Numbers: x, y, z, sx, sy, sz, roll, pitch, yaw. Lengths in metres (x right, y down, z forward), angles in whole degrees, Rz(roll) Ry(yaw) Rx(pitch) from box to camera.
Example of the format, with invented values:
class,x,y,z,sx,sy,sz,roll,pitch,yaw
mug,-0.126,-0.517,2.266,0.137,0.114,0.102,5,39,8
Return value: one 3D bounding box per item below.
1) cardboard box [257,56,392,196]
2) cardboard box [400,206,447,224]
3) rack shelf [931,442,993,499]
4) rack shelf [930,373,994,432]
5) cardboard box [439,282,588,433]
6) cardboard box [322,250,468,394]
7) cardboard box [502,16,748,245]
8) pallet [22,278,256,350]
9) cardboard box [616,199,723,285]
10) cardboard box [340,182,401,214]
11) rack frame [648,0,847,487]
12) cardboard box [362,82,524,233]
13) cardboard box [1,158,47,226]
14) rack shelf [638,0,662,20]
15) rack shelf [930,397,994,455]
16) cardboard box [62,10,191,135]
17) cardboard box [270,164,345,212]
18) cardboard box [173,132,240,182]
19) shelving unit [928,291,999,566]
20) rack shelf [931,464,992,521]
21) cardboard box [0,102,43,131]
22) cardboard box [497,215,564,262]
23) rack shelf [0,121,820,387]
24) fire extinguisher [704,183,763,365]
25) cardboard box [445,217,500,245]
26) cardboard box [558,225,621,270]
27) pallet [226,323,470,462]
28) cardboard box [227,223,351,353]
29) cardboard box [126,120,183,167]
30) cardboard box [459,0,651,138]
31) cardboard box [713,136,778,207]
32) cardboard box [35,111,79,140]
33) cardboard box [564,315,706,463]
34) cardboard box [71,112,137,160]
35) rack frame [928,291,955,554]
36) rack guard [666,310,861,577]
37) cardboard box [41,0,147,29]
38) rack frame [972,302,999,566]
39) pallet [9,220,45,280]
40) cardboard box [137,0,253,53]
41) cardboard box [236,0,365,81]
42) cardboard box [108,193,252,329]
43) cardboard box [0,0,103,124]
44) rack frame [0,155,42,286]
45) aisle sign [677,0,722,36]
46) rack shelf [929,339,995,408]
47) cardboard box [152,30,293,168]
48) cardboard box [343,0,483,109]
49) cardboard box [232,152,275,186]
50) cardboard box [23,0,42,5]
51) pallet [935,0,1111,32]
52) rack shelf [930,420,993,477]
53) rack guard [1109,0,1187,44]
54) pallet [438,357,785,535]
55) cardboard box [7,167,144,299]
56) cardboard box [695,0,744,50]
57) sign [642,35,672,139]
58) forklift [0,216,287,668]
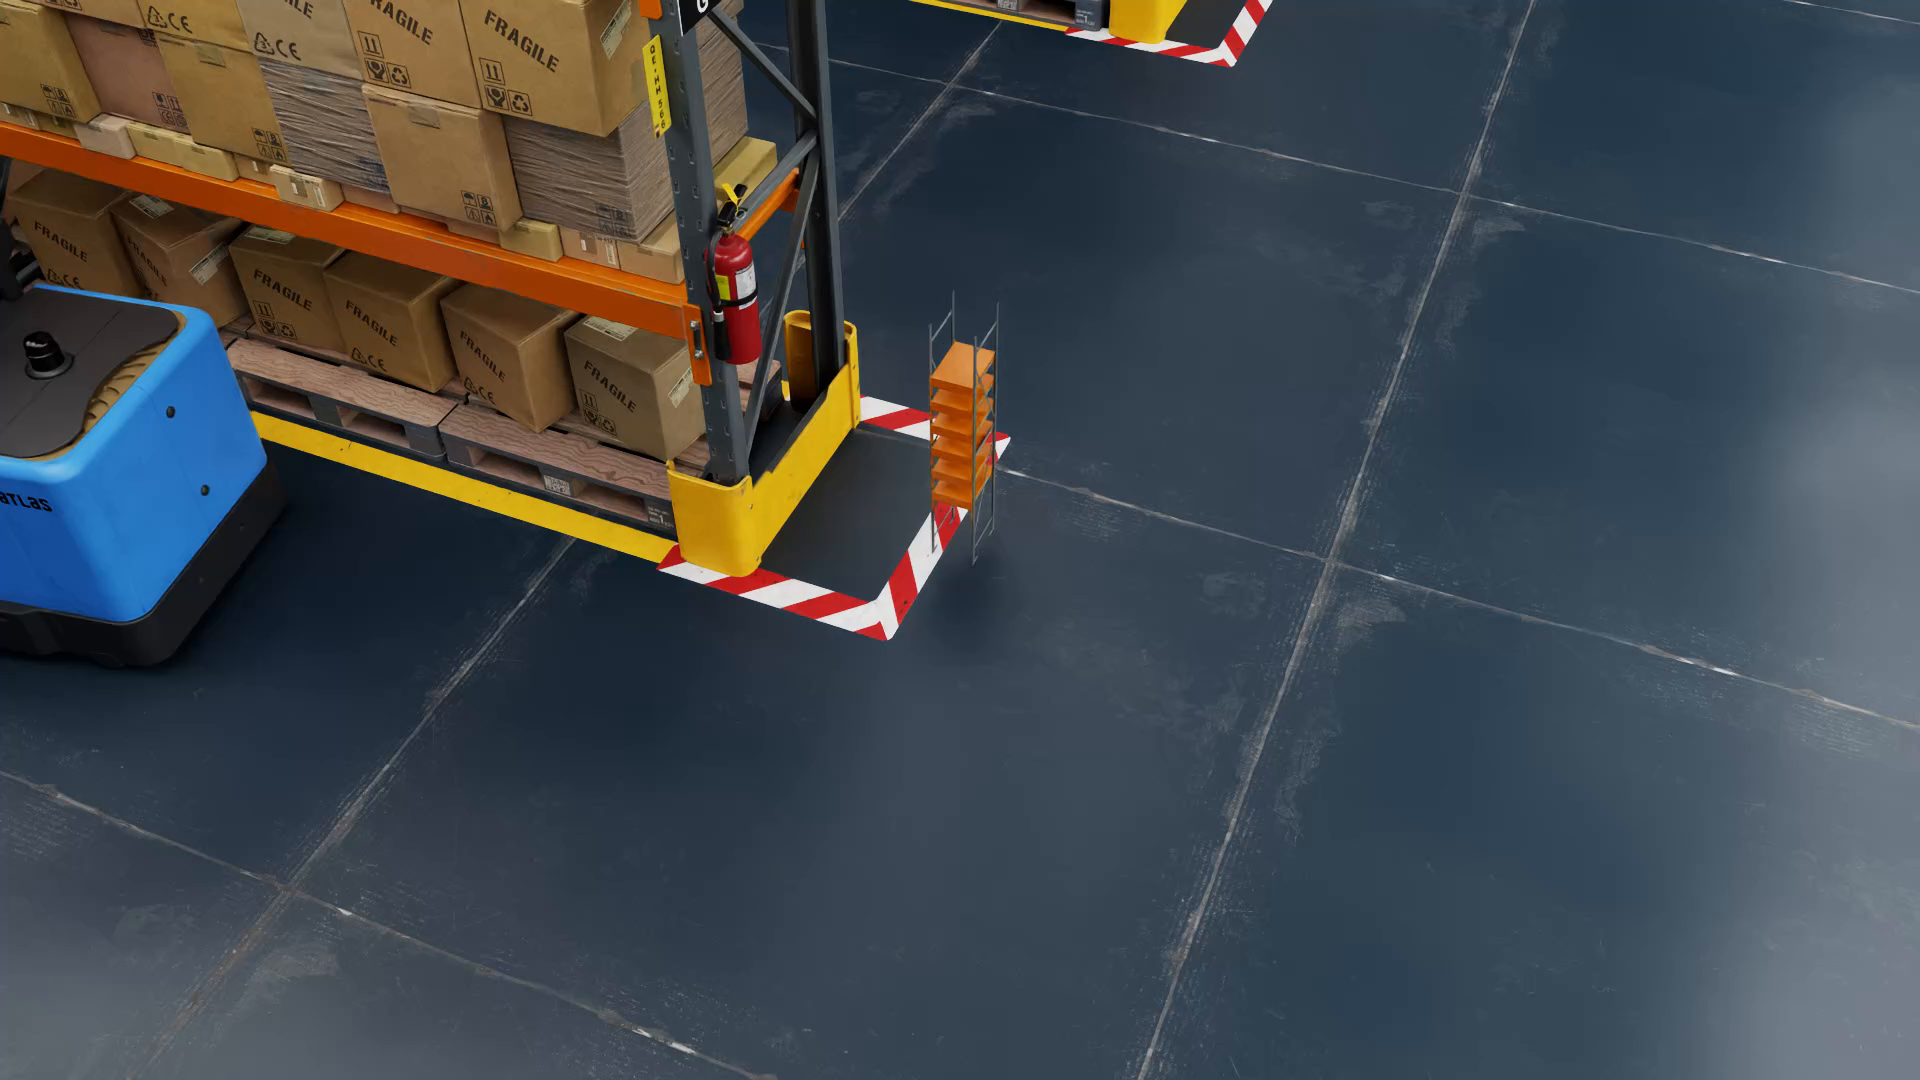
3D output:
class,x,y,z,sx,sy,sz,roll,pitch,yaw
cardboard box,-2.198,-1.829,6.519,0.500,0.500,0.875,16,47,16
cardboard box,-2.012,-1.429,6.577,0.250,0.149,0.380,16,47,16
rack shelf,0.014,-0.305,6.778,0.180,0.103,0.258,16,47,16
rack shelf,0.014,-0.560,6.524,0.180,0.103,0.258,16,47,16
cardboard box,-1.883,-0.883,7.324,0.500,0.500,0.500,29,52,26
cardboard box,-2.454,-1.065,7.507,0.500,0.500,0.500,21,48,19
cardboard box,-1.246,-1.608,6.296,0.500,0.500,0.875,16,47,16
pallet,-3.807,-1.238,8.184,1.213,0.211,1.003,16,47,16
cardboard box,-1.091,-1.154,6.300,0.250,0.149,0.380,16,47,16
cardboard box,-2.251,-1.482,6.630,0.250,0.149,0.380,16,47,16
rack frame,-0.749,-1.300,6.268,0.127,3.000,1.000,16,47,16
cardboard box,-1.753,-1.665,6.354,0.500,0.500,0.875,16,47,16
cardboard box,-4.999,-1.836,8.268,0.500,0.500,0.700,13,46,13
rack shelf,-2.595,-2.651,6.010,4.000,0.370,1.077,16,47,16
rack shelf,0.014,-0.475,6.608,0.180,0.103,0.258,16,47,16
cardboard box,-3.101,-2.135,6.827,0.500,0.500,0.875,16,47,16
cardboard box,-2.516,-1.493,6.640,0.250,0.149,0.380,16,47,16
cardboard box,-2.968,-1.644,6.793,0.250,0.149,0.380,16,47,16
shelving unit,0.014,-0.421,6.662,0.189,1.200,0.258,16,47,16
rack shelf,0.014,-0.220,6.862,0.180,0.103,0.258,16,47,16
cardboard box,-3.891,-1.916,7.066,0.250,0.149,0.380,16,47,16
cardboard box,-1.572,-1.256,6.403,0.250,0.149,0.380,16,47,16
rack shelf,-2.595,-1.588,7.068,4.000,0.370,1.077,16,47,16
fire extinguisher,-0.820,-0.941,5.963,0.183,0.674,0.296,16,47,16
cardboard box,-1.797,-1.334,6.481,0.250,0.149,0.380,16,47,16
cardboard box,-1.322,-1.222,6.368,0.250,0.149,0.380,16,47,16
pallet,-2.677,-0.908,7.852,1.213,0.211,1.003,16,47,16
cardboard box,-2.952,-1.246,7.689,0.500,0.500,0.500,13,46,12
cardboard box,-3.195,-1.719,6.868,0.250,0.149,0.380,16,47,16
cardboard box,-1.351,-1.783,5.764,0.500,0.500,0.500,16,47,16
cardboard box,-0.920,-1.443,6.591,0.250,0.149,0.380,16,47,16
cardboard box,-3.656,-1.855,7.004,0.250,0.149,0.380,16,47,16
cardboard box,-1.319,-0.743,7.183,0.500,0.500,0.500,25,50,23
cardboard box,-3.441,-1.760,6.909,0.250,0.149,0.380,16,47,16
rack frame,-0.071,-0.446,6.687,0.006,1.200,0.240,16,47,16
rack guard,-0.819,-0.434,7.171,0.348,0.500,1.175,16,47,16
cardboard box,-3.200,-2.323,6.306,0.500,0.500,0.500,16,47,16
rack frame,0.098,-0.396,6.637,0.006,1.200,0.240,16,47,16
pallet,-5.159,-1.608,8.555,1.213,0.211,1.003,16,47,16
cardboard box,-2.734,-2.194,6.177,0.500,0.500,0.500,16,47,16
cardboard box,-2.276,-2.053,6.035,0.500,0.500,0.500,16,47,16
cardboard box,-3.555,-1.363,7.807,0.500,0.500,0.500,32,53,28
cardboard box,-3.601,-2.206,6.897,0.500,0.500,0.875,16,47,16
rack frame,-4.440,-2.386,7.360,0.127,3.000,1.000,16,47,16
aisle sign,-0.807,-2.009,5.138,0.004,0.787,0.394,16,47,16
rack shelf,0.014,-0.645,6.439,0.180,0.103,0.258,16,47,16
cardboard box,-2.655,-1.973,6.663,0.500,0.500,0.875,16,47,16
cardboard box,-1.815,-1.916,5.897,0.500,0.500,0.500,16,47,16
cardboard box,-2.720,-1.606,6.754,0.250,0.149,0.380,16,47,16
cardboard box,-3.661,-2.459,6.443,0.500,0.500,0.500,16,47,16
pallet,0.486,-3.679,10.637,1.213,0.211,1.003,16,47,16
rack shelf,0.014,-0.390,6.693,0.180,0.103,0.258,16,47,16
rack guard,1.276,-3.608,10.361,0.348,0.500,1.175,16,47,16
pallet,-1.555,-0.575,7.518,1.213,0.211,1.003,16,47,16
cardboard box,-4.087,-1.514,7.958,0.500,0.500,0.500,15,47,15
cardboard box,-1.151,-2.122,6.104,0.500,0.500,0.500,16,47,16
sign,-0.981,-1.466,5.391,0.005,0.325,0.100,16,47,16
forklift,-4.465,-1.086,6.102,3.031,2.935,1.130,9,46,9
